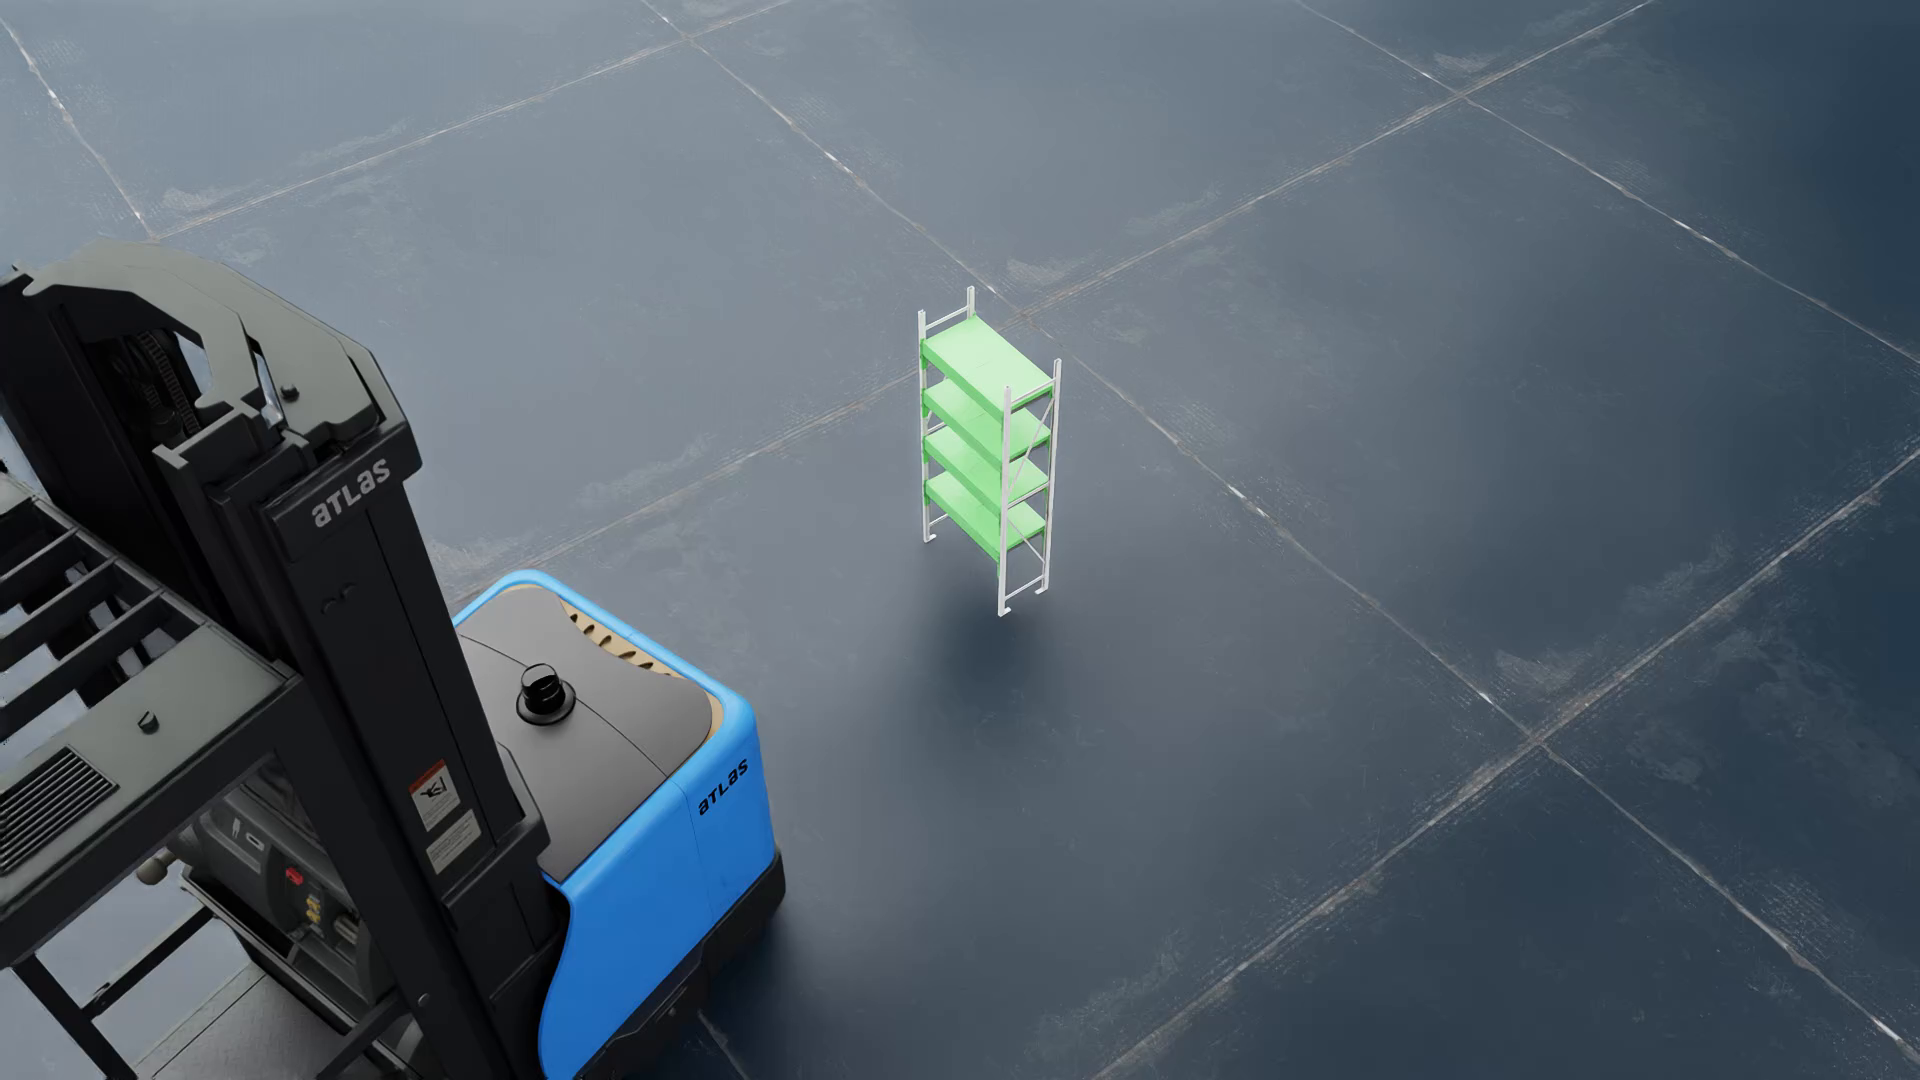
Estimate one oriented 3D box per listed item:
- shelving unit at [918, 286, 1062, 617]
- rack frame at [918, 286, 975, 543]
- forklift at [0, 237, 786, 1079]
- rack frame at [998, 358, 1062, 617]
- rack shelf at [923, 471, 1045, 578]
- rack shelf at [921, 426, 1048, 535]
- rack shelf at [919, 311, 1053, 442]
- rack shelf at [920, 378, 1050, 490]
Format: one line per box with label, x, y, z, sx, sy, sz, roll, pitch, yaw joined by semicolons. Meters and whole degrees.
shelving unit;0.100;-0.305;6.216;0.258;1.200;0.503;-29;54;-24
rack frame;-0.048;-0.449;6.346;0.240;1.200;0.015;-29;54;-24
forklift;-1.862;0.895;3.959;1.130;2.935;3.031;29;54;23
rack frame;0.248;-0.162;6.085;0.240;1.200;0.015;-29;54;-24
rack shelf;0.100;-0.101;6.441;0.258;0.148;0.480;-29;54;-24
rack shelf;0.100;-0.262;6.263;0.258;0.148;0.480;-29;54;-24
rack shelf;0.100;-0.585;5.908;0.258;0.148;0.480;-29;54;-24
rack shelf;0.100;-0.424;6.085;0.258;0.148;0.480;-29;54;-24
